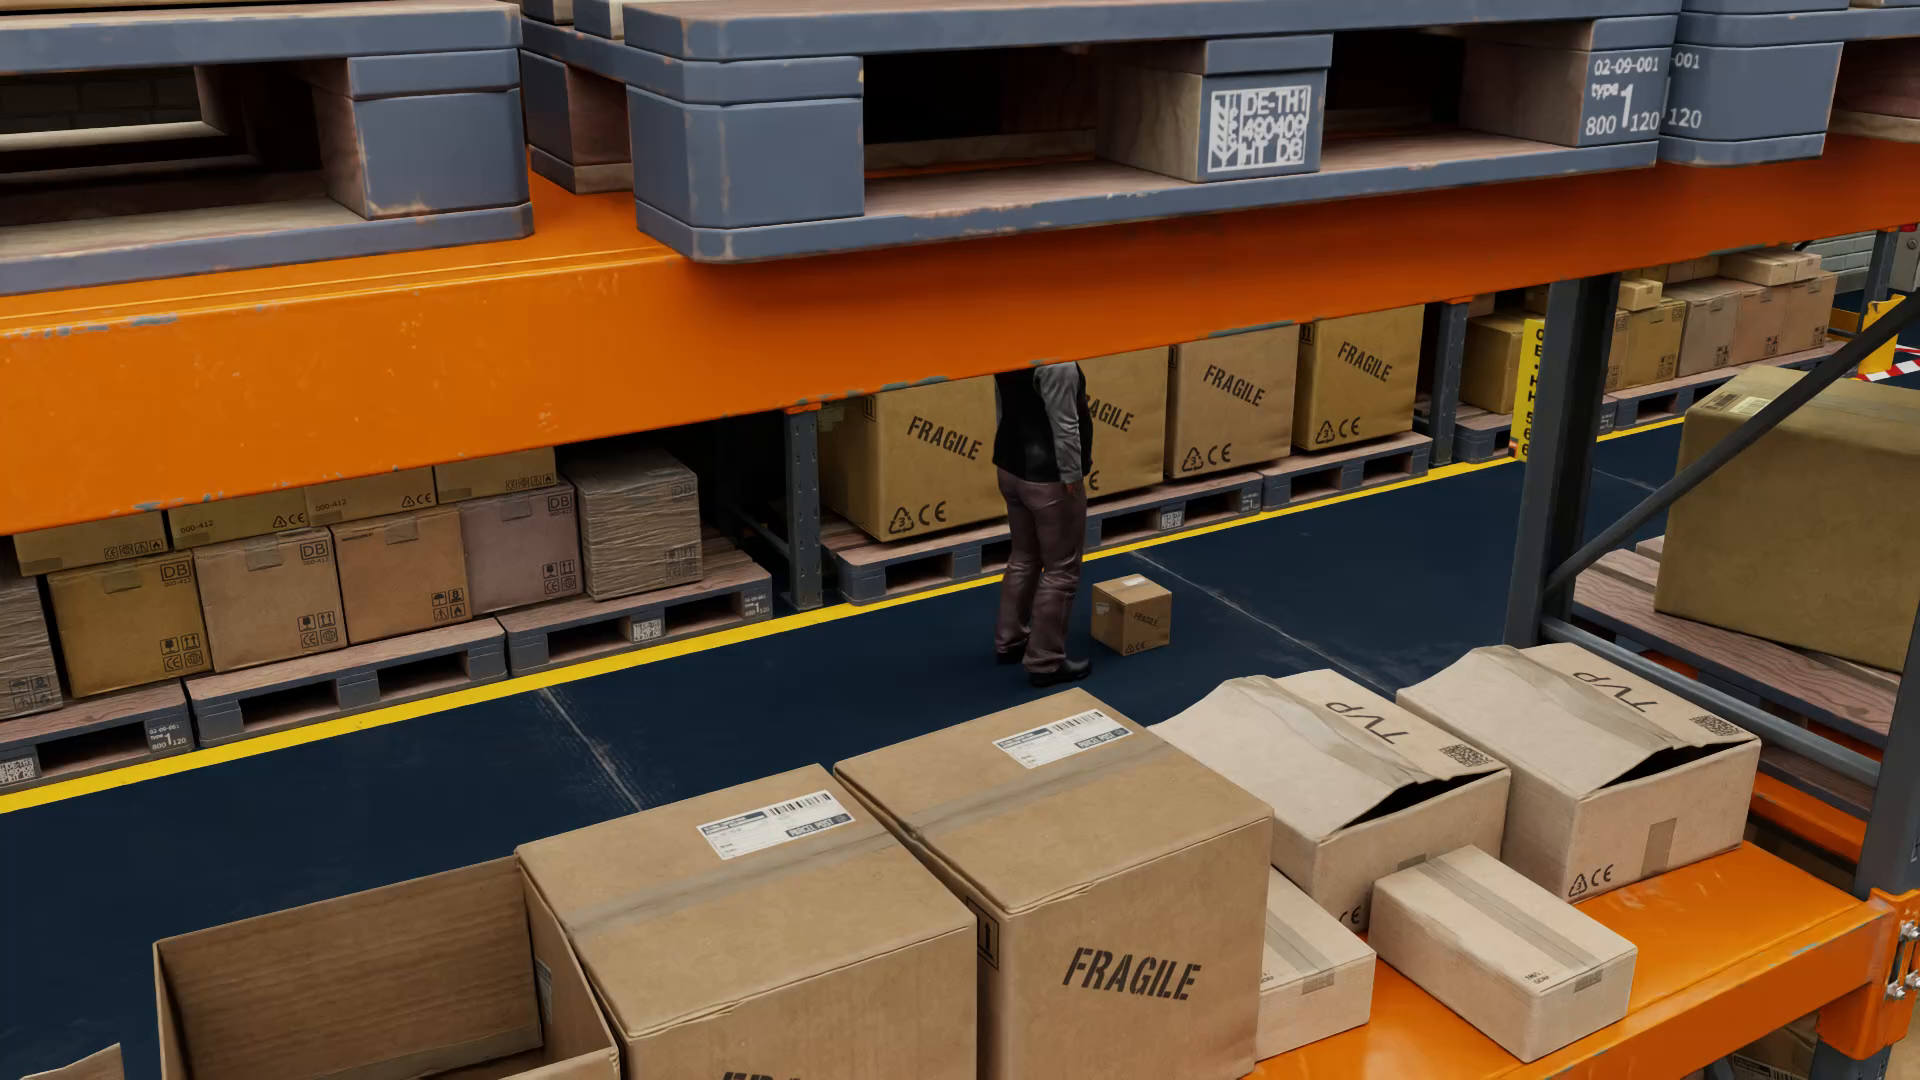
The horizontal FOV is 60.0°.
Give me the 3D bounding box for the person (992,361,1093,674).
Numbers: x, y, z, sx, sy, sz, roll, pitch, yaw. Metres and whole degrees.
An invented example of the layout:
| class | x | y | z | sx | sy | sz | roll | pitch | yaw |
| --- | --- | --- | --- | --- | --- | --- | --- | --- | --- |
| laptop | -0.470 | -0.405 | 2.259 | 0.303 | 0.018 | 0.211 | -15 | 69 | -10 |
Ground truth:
| class | x | y | z | sx | sy | sz | roll | pitch | yaw |
| --- | --- | --- | --- | --- | --- | --- | --- | --- | --- |
| person | 0.327 | -0.199 | 6.827 | 0.358 | 1.453 | 0.533 | -12 | 25 | -28 |
